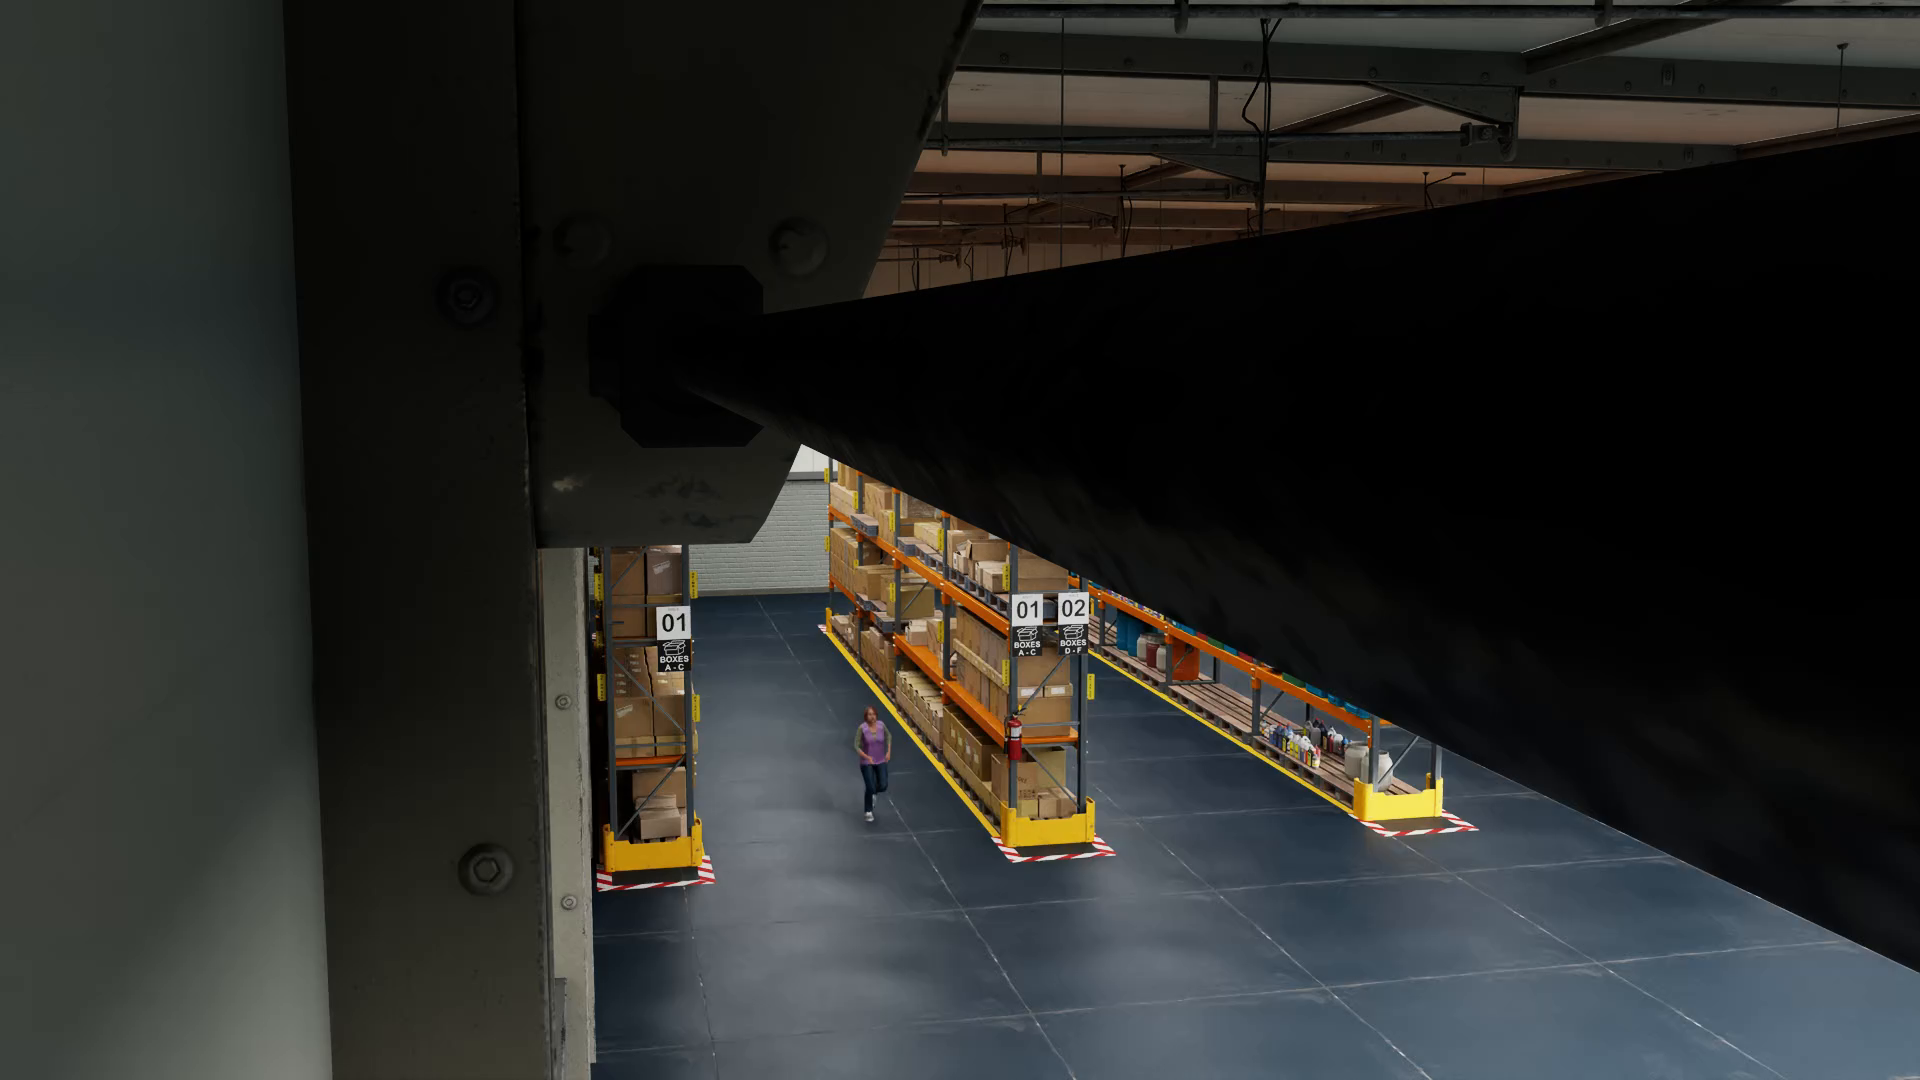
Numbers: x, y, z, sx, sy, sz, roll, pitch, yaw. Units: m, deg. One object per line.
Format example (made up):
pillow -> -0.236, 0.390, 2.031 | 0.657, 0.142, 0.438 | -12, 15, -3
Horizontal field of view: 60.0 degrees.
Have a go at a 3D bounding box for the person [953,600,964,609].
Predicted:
person -> 0.132, 1.380, 34.530 | 0.709, 1.725, 0.516 | -3, 7, -25

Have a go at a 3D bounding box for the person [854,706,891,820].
person -> -1.138, 2.959, 22.024 | 0.560, 1.558, 0.605 | -2, 7, -18
